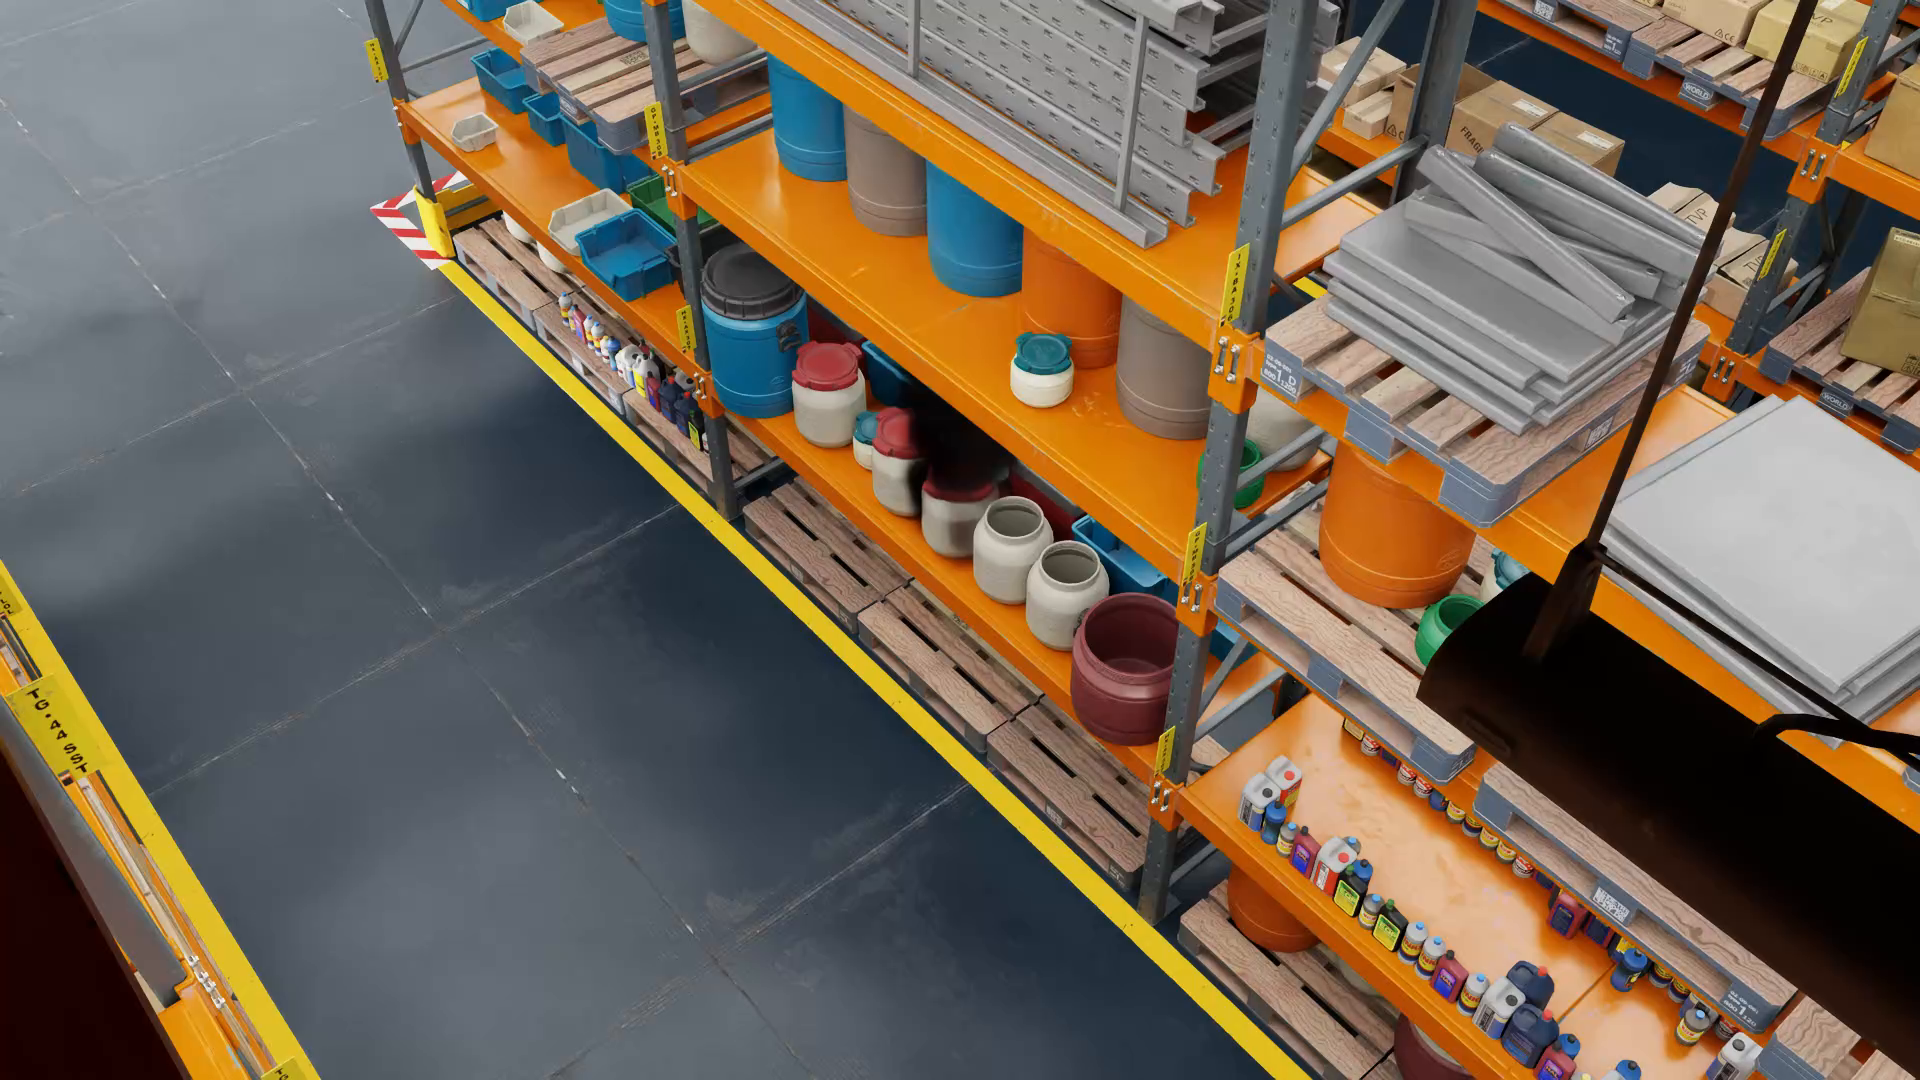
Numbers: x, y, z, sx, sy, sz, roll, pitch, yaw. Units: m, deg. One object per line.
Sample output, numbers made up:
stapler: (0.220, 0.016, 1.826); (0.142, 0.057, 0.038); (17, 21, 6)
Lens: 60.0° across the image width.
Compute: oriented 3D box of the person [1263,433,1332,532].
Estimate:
person: (1.991, -0.051, 9.508); (0.638, 1.755, 0.763); (-30, 53, -25)
